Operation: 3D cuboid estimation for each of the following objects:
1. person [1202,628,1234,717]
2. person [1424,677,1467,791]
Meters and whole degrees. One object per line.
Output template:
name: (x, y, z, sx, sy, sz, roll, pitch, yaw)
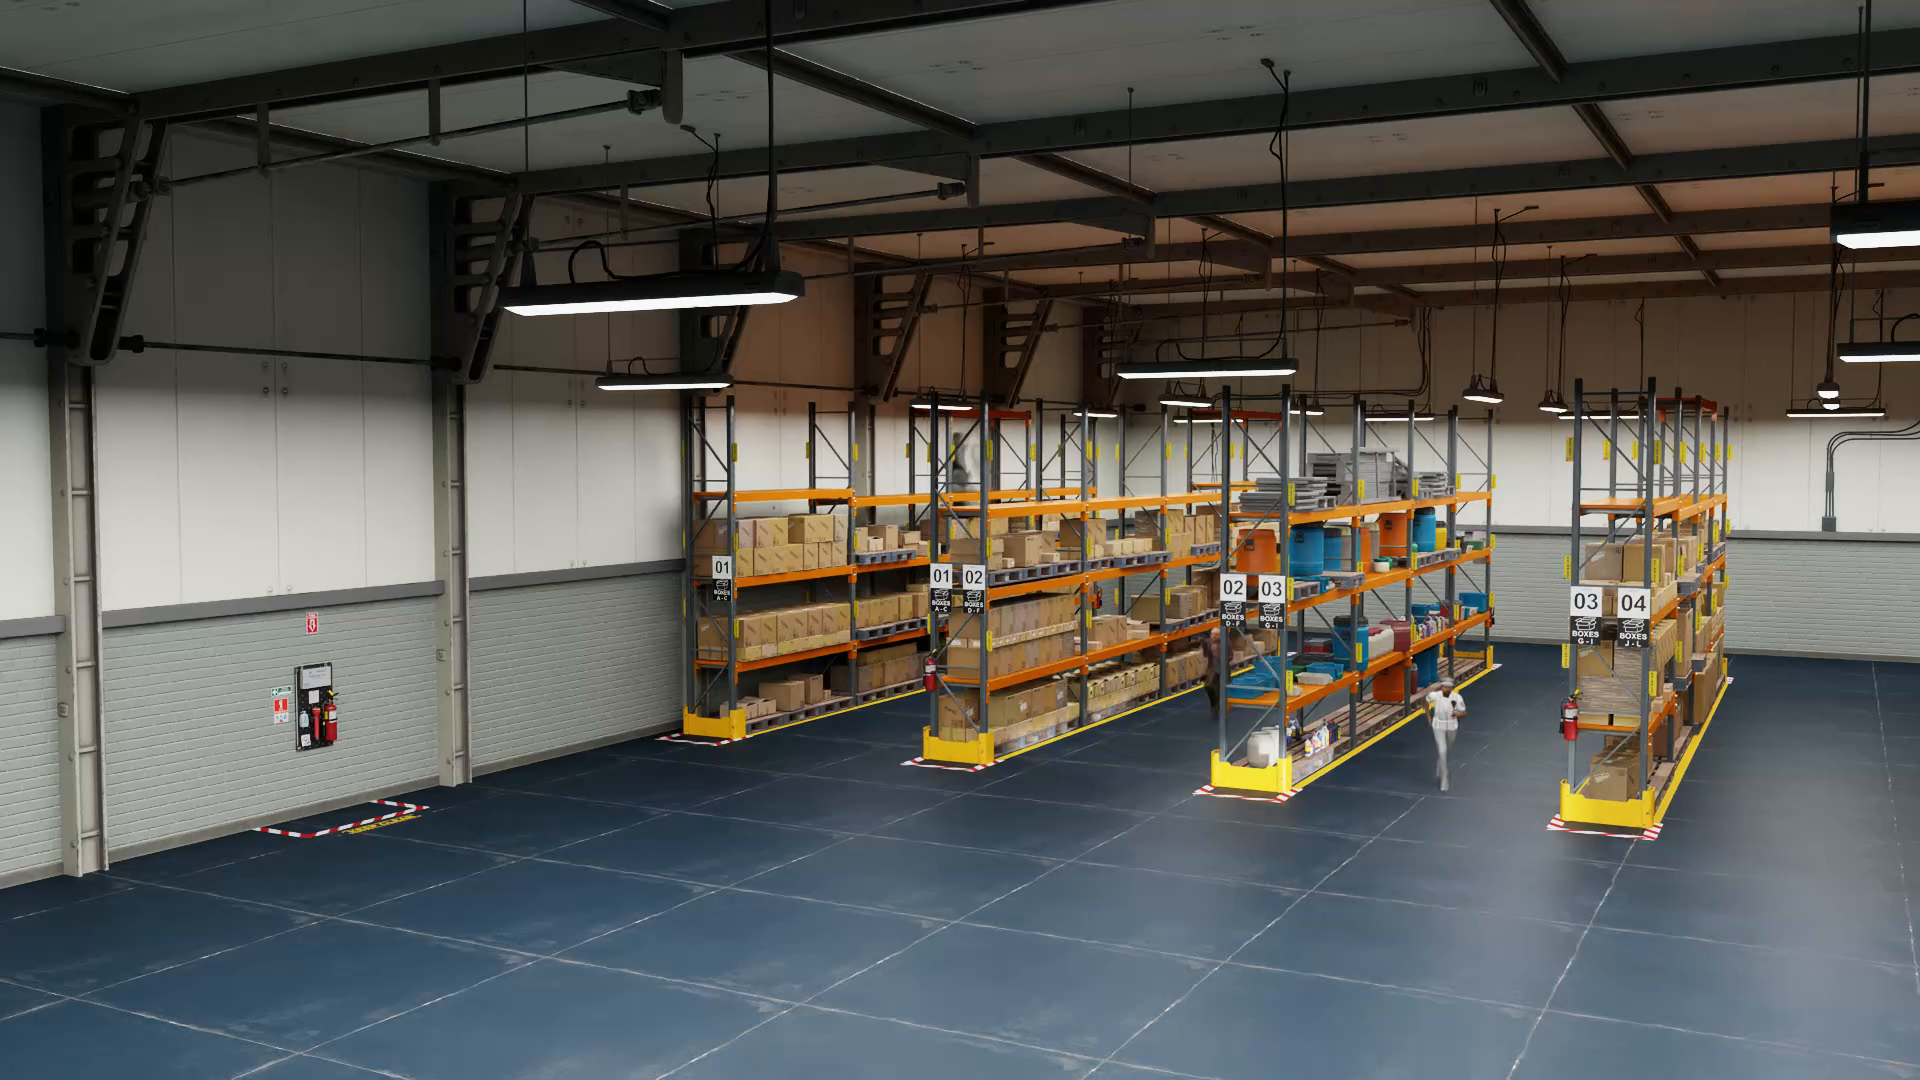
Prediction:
person: (4.823, 2.480, 31.220, 0.690, 1.702, 0.935, 1, 3, 22)
person: (7.286, 2.869, 25.014, 0.576, 1.699, 0.922, 0, 3, 4)
